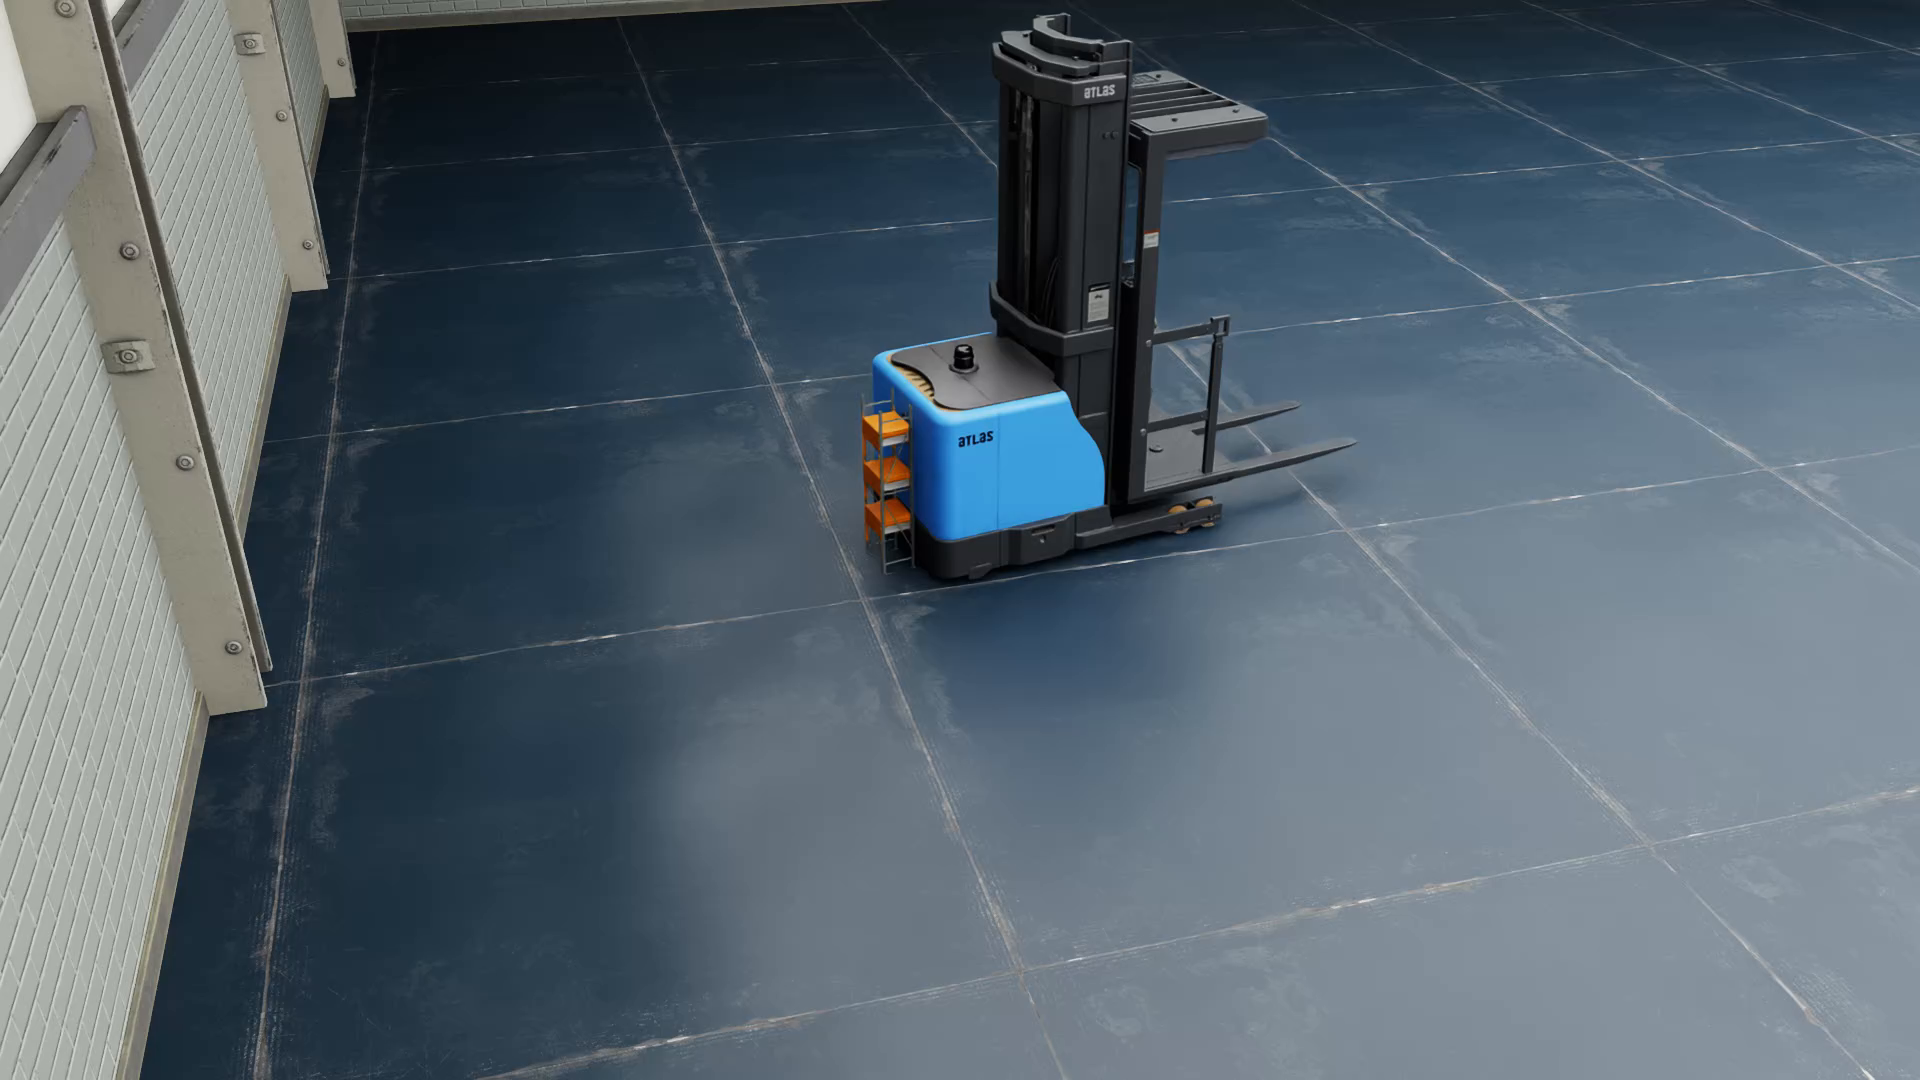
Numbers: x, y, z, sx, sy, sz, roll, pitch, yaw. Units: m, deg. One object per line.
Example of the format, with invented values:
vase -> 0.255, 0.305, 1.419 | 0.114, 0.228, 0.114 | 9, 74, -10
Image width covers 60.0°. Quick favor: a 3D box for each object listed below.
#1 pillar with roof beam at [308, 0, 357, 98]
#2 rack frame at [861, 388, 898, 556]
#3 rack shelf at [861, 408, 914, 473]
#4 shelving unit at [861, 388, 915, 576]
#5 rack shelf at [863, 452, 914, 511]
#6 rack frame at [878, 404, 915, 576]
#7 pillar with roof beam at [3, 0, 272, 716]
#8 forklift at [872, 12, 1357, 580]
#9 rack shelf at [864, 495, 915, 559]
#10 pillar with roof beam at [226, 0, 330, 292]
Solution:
pillar with roof beam -> -2.783, -9.483, 17.381 | 9.100, 9.000, 0.400 | -8, 31, -13
rack frame -> -0.463, -0.380, 9.590 | 0.200, 1.050, 0.008 | -14, 33, -22
rack shelf -> -0.409, -0.562, 9.358 | 0.215, 0.259, 0.240 | -14, 33, -22
shelving unit -> -0.409, -0.325, 9.495 | 0.215, 1.050, 0.252 | -14, 33, -22
rack shelf -> -0.409, -0.316, 9.501 | 0.215, 0.259, 0.240 | -14, 33, -22
rack frame -> -0.355, -0.271, 9.400 | 0.200, 1.050, 0.008 | -14, 33, -22
pillar with roof beam -> 0.402, -3.687, 7.368 | 9.100, 9.000, 0.400 | -8, 31, -13
forklift -> 1.031, -1.531, 9.700 | 3.031, 2.935, 1.130 | -13, 33, -22
rack shelf -> -0.409, -0.076, 9.640 | 0.215, 0.259, 0.240 | -14, 33, -22
pillar with roof beam -> -1.191, -6.585, 12.375 | 9.100, 9.000, 0.400 | -8, 31, -13
